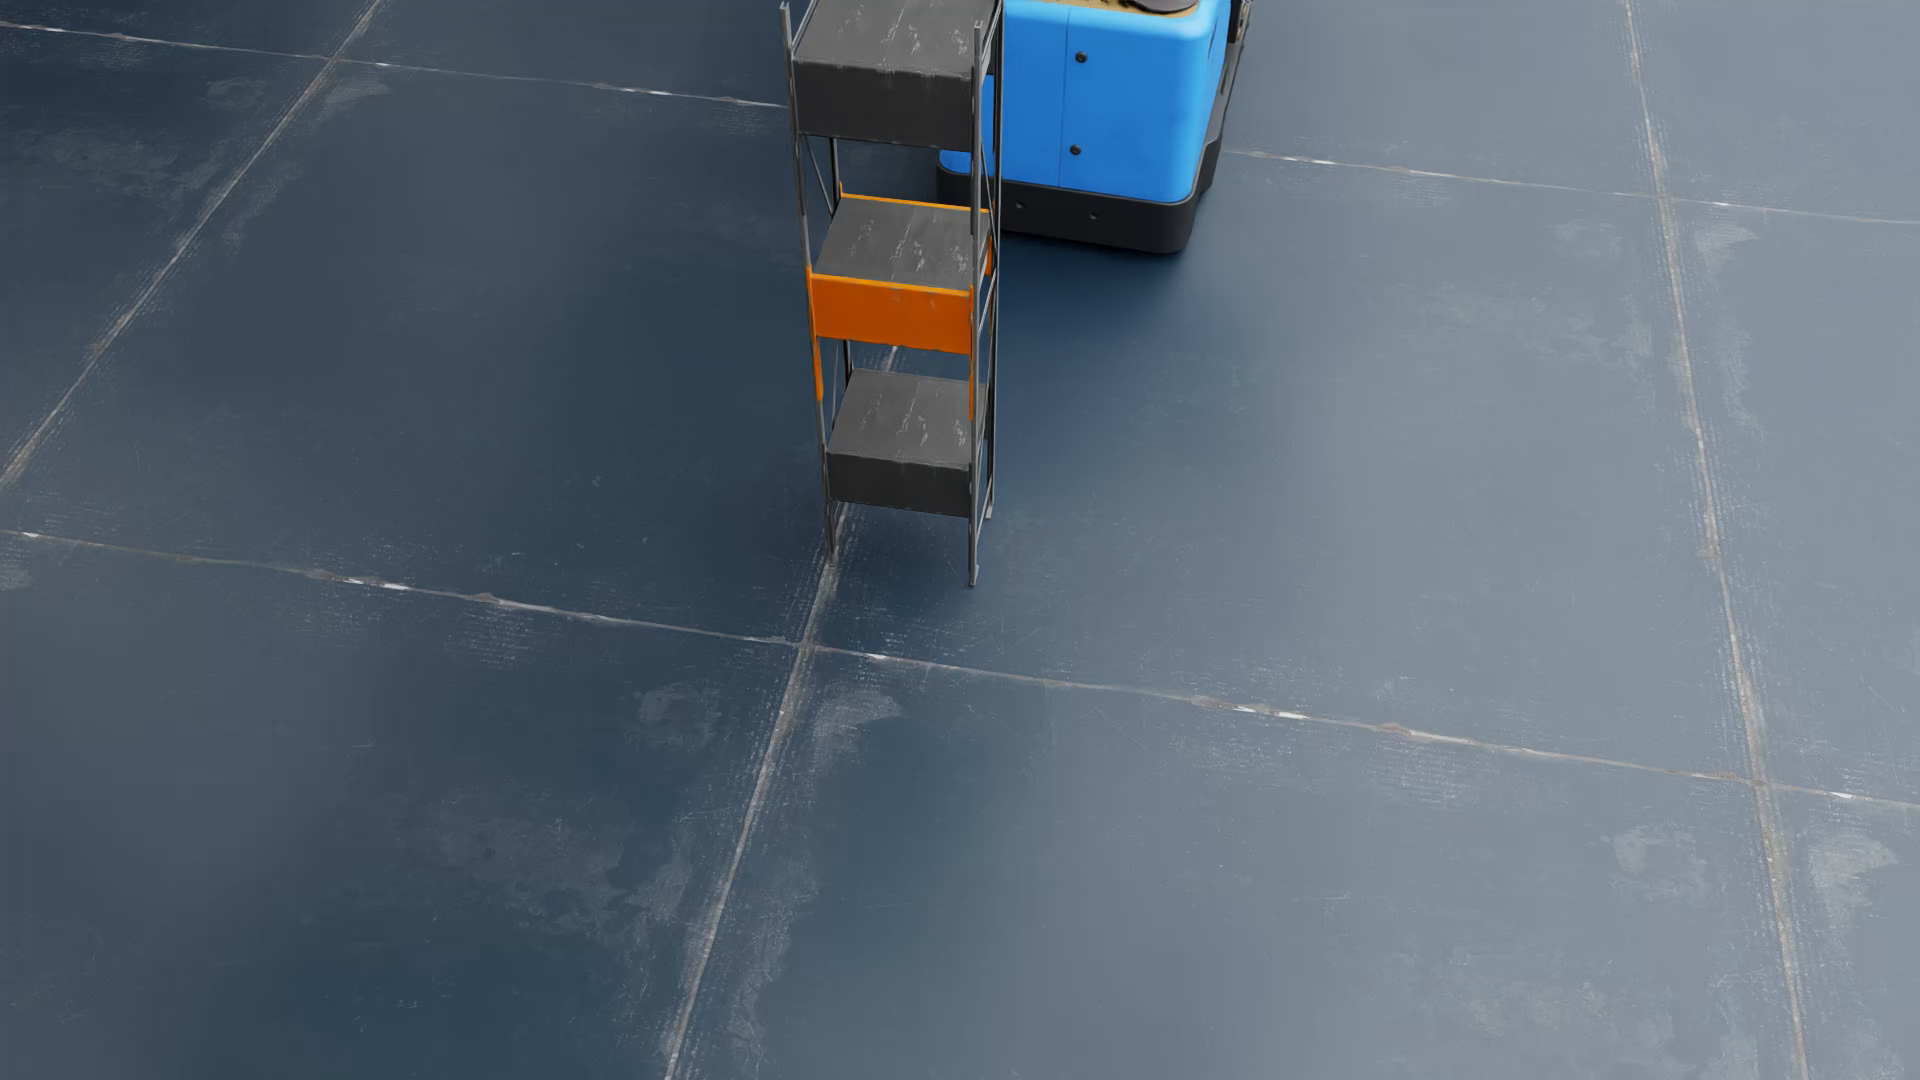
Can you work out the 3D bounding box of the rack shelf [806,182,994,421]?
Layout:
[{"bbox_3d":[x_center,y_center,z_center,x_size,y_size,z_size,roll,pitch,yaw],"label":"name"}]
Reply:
[{"bbox_3d":[-0.163,-0.715,4.999,0.480,0.518,0.431,8,49,7],"label":"rack shelf"}]

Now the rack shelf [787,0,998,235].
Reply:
[{"bbox_3d":[-0.163,-1.182,4.478,0.480,0.518,0.431,8,49,7],"label":"rack shelf"}]

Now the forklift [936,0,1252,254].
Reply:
[{"bbox_3d":[0.750,-3.253,6.703,1.130,2.935,3.031,10,49,9],"label":"forklift"}]

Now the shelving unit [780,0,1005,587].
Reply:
[{"bbox_3d":[-0.163,-0.724,4.989,0.503,2.100,0.431,8,49,7],"label":"shelving unit"}]

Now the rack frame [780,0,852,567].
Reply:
[{"bbox_3d":[-0.403,-0.756,5.018,0.015,2.100,0.400,8,49,7],"label":"rack frame"}]

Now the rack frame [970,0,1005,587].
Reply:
[{"bbox_3d":[0.077,-0.691,4.960,0.015,2.100,0.400,8,49,7],"label":"rack frame"}]

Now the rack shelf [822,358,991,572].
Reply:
[{"bbox_3d":[-0.163,-0.247,5.519,0.480,0.518,0.431,8,49,7],"label":"rack shelf"}]
